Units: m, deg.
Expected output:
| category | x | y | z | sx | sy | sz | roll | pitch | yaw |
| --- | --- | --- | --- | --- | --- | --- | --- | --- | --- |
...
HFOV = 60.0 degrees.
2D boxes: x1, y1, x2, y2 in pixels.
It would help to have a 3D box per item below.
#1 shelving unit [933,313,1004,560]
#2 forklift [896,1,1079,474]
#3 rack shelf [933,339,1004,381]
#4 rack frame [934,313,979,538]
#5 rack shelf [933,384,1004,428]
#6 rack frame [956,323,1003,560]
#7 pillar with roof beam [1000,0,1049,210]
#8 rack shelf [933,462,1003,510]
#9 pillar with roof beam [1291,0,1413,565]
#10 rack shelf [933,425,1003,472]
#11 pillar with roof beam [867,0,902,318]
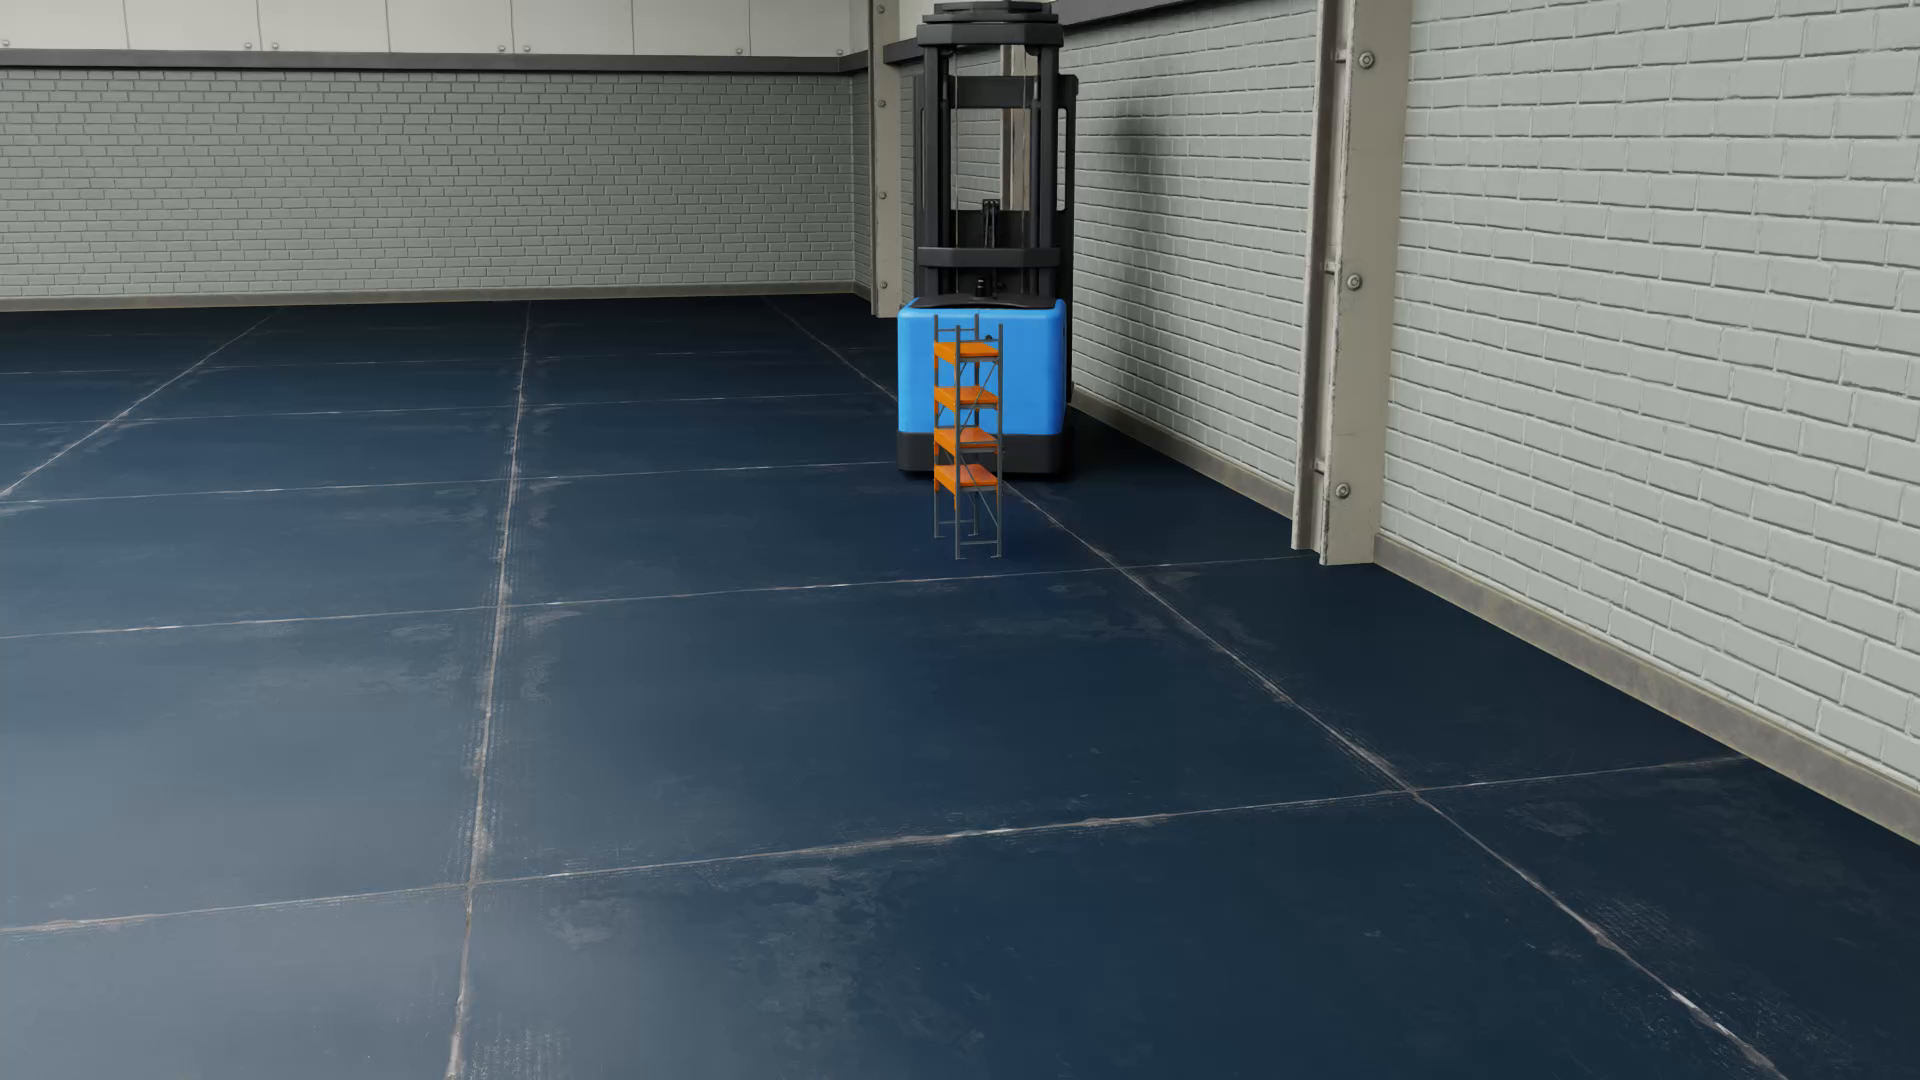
| category | x | y | z | sx | sy | sz | roll | pitch | yaw |
| --- | --- | --- | --- | --- | --- | --- | --- | --- | --- |
| shelving unit | 0.039 | -0.545 | 8.628 | 0.258 | 1.200 | 0.503 | -3 | 14 | -13 |
| forklift | 0.249 | -2.135 | 11.489 | 1.130 | 2.935 | 3.031 | 1 | 14 | 5 |
| rack shelf | 0.039 | -0.926 | 8.535 | 0.258 | 0.148 | 0.480 | -3 | 14 | -13 |
| rack frame | -0.018 | -0.601 | 8.859 | 0.240 | 1.200 | 0.015 | -3 | 14 | -13 |
| rack shelf | 0.039 | -0.697 | 8.591 | 0.258 | 0.148 | 0.480 | -3 | 14 | -13 |
| rack frame | 0.096 | -0.488 | 8.398 | 0.240 | 1.200 | 0.015 | -3 | 14 | -13 |
| pillar with roof beam | -3.653 | -5.441 | 12.238 | 9.100 | 9.000 | 0.400 | -3 | 14 | -13 |
| rack shelf | 0.039 | -0.286 | 8.691 | 0.258 | 0.148 | 0.480 | -3 | 14 | -13 |
| pillar with roof beam | -2.243 | -4.057 | 6.572 | 9.100 | 9.000 | 0.400 | -3 | 14 | -13 |
| rack shelf | 0.039 | -0.479 | 8.644 | 0.258 | 0.148 | 0.480 | -3 | 14 | -13 |
| pillar with roof beam | -5.062 | -6.825 | 17.904 | 9.100 | 9.000 | 0.400 | -3 | 14 | -13 |
